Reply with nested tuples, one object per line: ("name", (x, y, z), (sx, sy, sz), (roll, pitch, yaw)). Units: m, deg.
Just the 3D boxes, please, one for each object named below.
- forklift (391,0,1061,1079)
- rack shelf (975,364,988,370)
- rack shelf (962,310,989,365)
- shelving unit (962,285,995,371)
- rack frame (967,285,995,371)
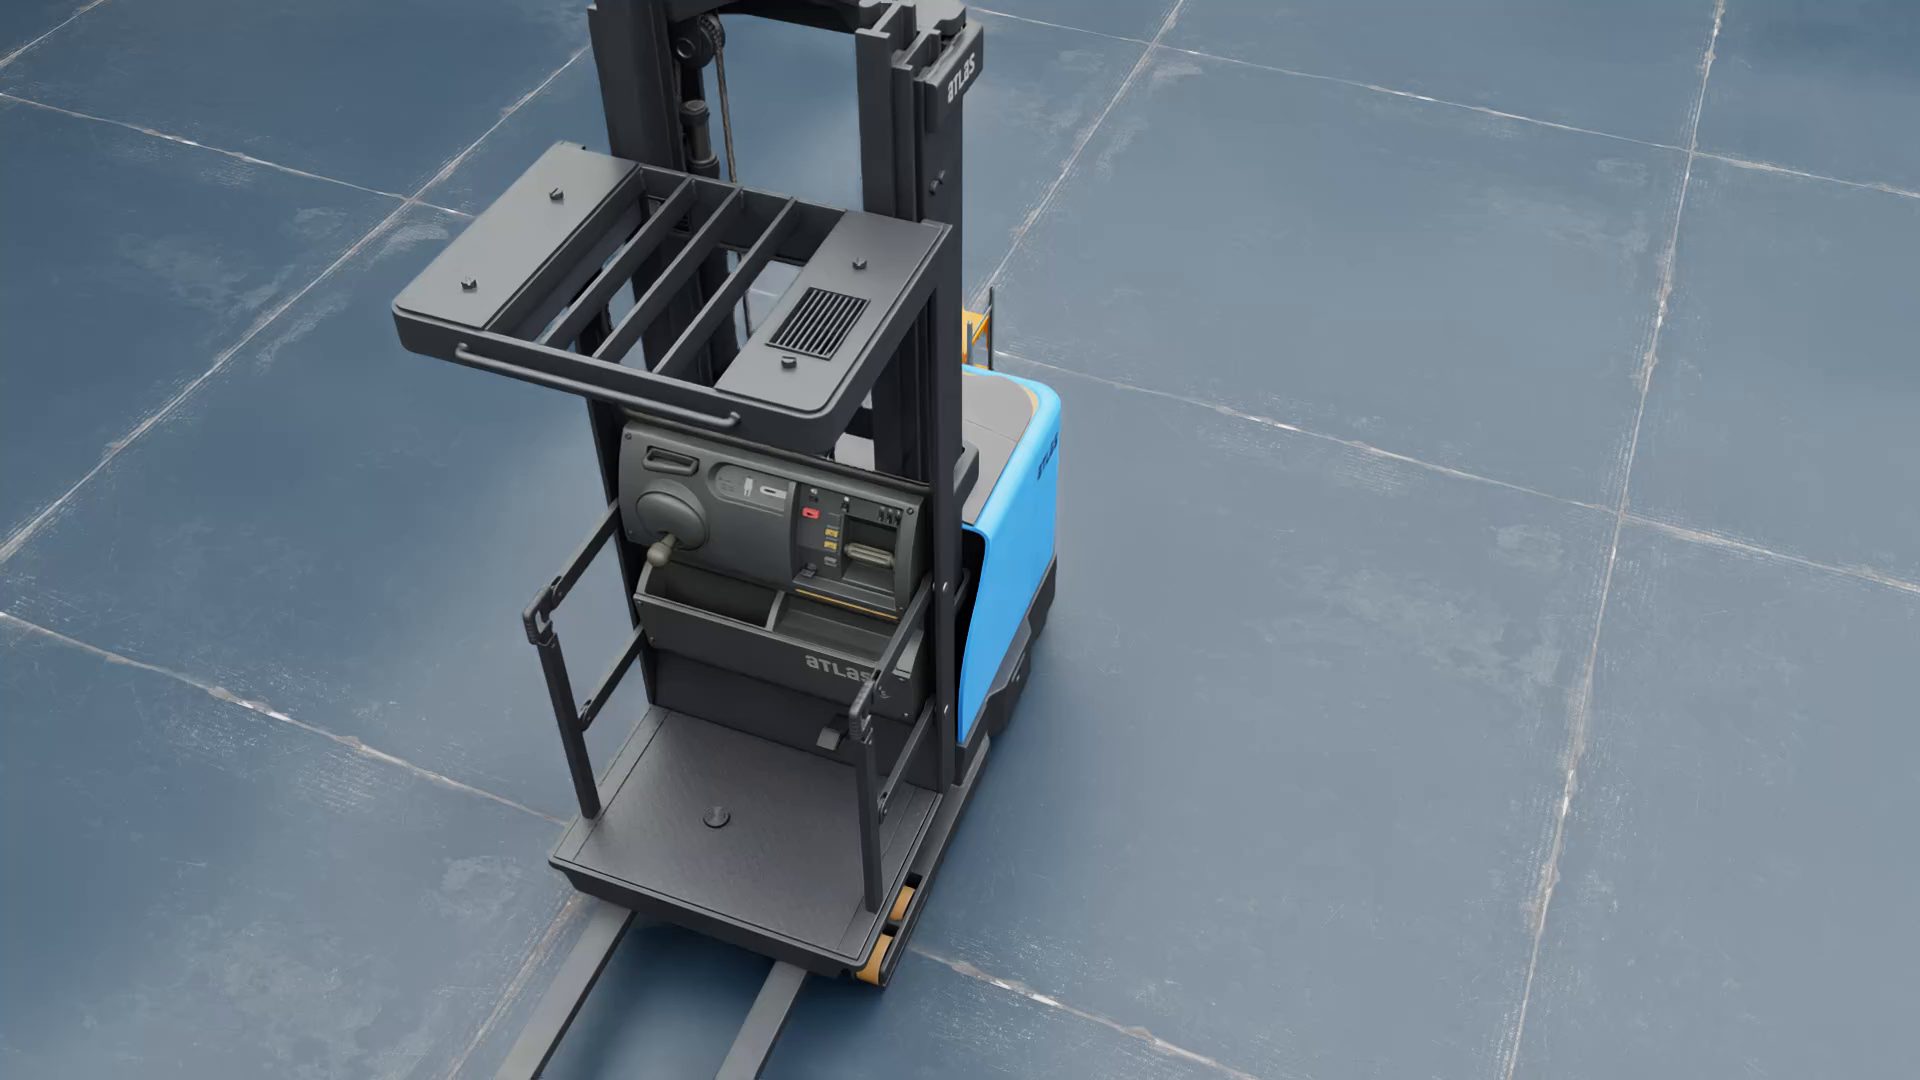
("forklift", (-0.631, 0.041, 4.631), (1.130, 2.935, 3.031), (15, 47, 15))
("rack shelf", (-0.153, -0.584, 6.264), (0.480, 0.148, 0.258), (16, 47, 15))
("rack shelf", (-0.153, -0.751, 6.097), (0.480, 0.148, 0.258), (16, 47, 15))
("shelving unit", (-0.153, -0.473, 6.375), (0.503, 1.200, 0.258), (16, 47, 15))
("rack frame", (0.074, -0.410, 6.311), (0.015, 1.200, 0.240), (16, 47, 15))
